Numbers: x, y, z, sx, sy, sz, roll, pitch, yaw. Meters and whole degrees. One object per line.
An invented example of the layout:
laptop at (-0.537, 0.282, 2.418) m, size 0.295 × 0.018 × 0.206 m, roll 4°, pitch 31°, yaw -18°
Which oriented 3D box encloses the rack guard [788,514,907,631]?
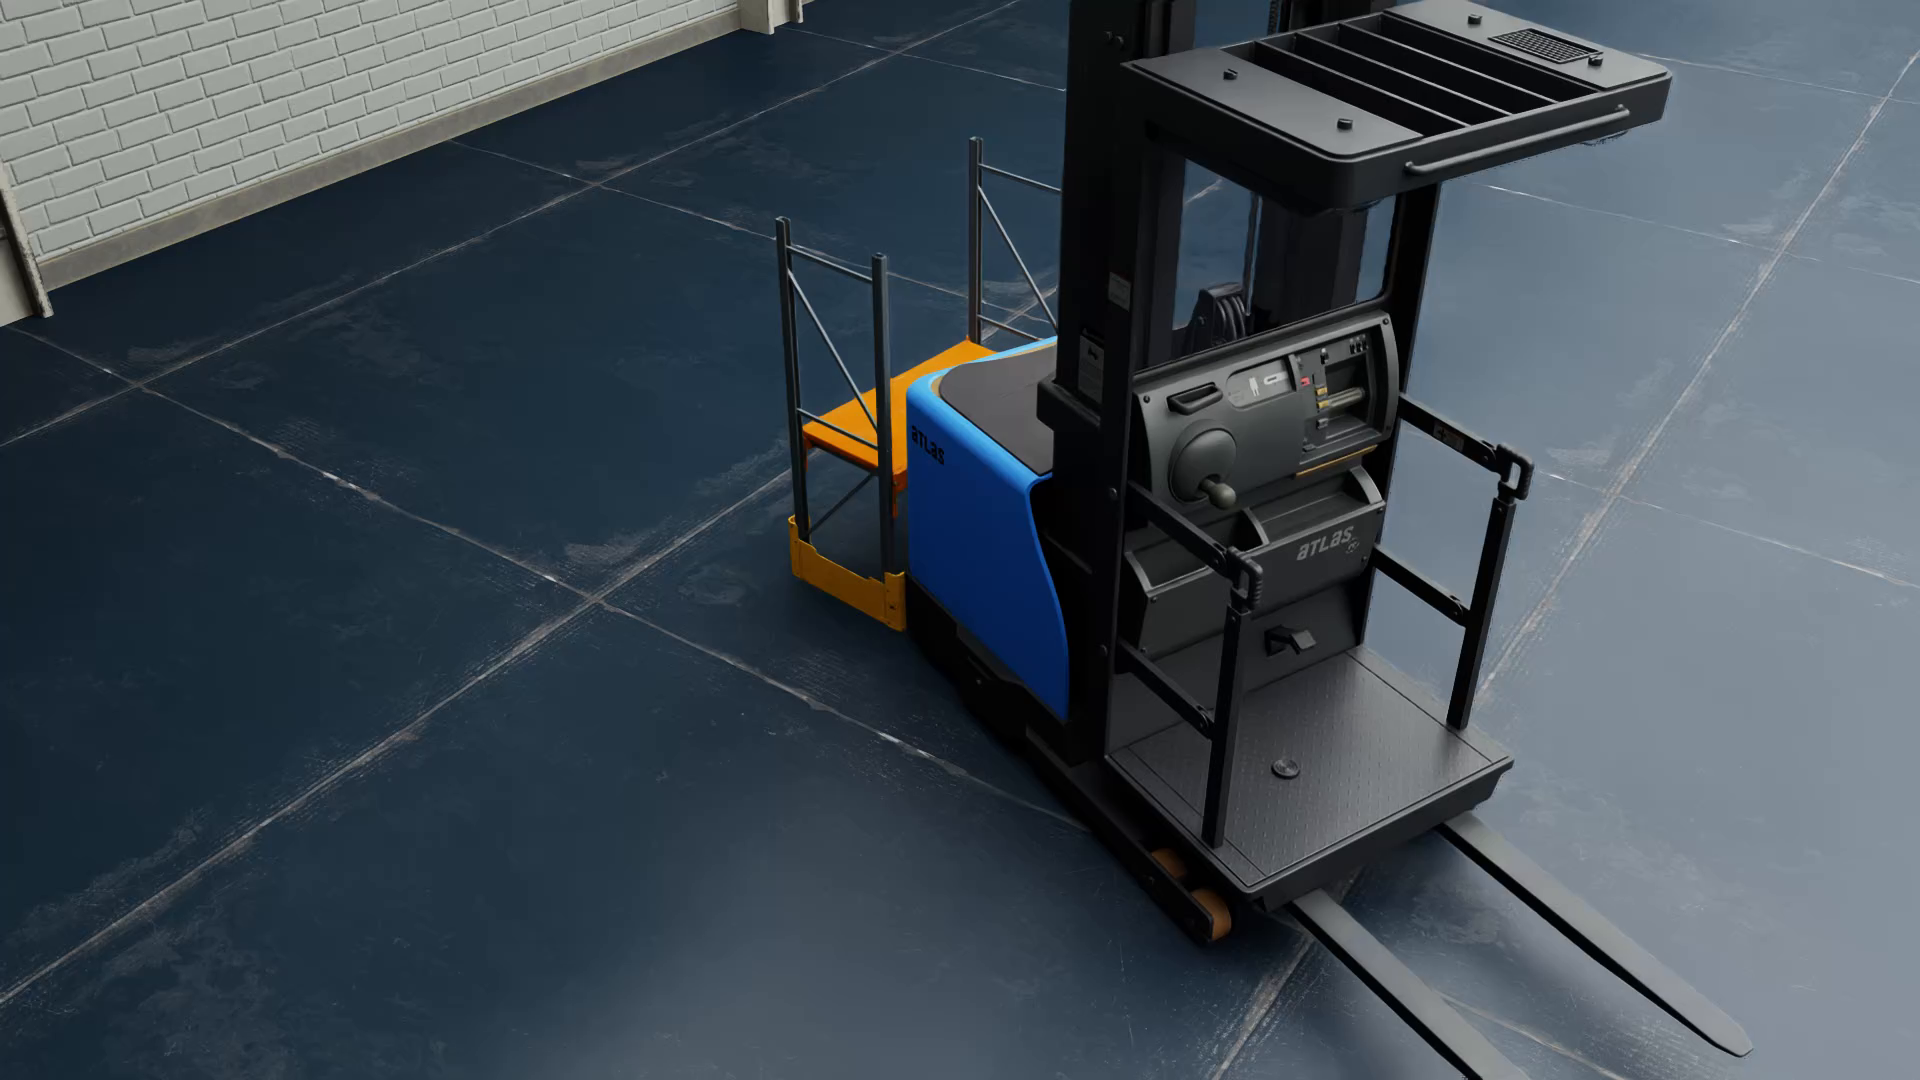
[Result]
rack guard at (-0.423, 0.116, 6.355) m, size 0.587 × 0.250 × 0.087 m, roll 26°, pitch 42°, yaw 33°

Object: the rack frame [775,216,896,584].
rack frame at (-0.436, -0.394, 5.993) m, size 0.500 × 1.500 × 0.032 m, roll 26°, pitch 42°, yaw 33°

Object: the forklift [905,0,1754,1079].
forklift at (1.007, -0.313, 4.597) m, size 1.130 × 2.935 × 3.031 m, roll -19°, pitch 39°, yaw -26°

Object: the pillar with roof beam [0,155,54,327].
pillar with roof beam at (-1.302, -3.459, 3.831) m, size 9.100 × 9.000 × 0.400 m, roll 21°, pitch 39°, yaw 28°

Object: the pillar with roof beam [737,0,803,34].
pillar with roof beam at (2.119, -6.220, 7.914) m, size 9.100 × 9.000 × 0.400 m, roll 21°, pitch 39°, yaw 28°

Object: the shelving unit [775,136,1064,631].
shelving unit at (-0.095, -0.612, 6.316) m, size 0.587 × 1.500 × 1.083 m, roll 26°, pitch 42°, yaw 33°

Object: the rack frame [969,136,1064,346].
rack frame at (0.233, -0.822, 6.627) m, size 0.500 × 1.500 × 0.032 m, roll 26°, pitch 42°, yaw 33°

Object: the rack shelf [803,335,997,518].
rack shelf at (-0.101, -0.459, 6.411) m, size 0.538 × 0.185 × 1.000 m, roll 26°, pitch 42°, yaw 33°
